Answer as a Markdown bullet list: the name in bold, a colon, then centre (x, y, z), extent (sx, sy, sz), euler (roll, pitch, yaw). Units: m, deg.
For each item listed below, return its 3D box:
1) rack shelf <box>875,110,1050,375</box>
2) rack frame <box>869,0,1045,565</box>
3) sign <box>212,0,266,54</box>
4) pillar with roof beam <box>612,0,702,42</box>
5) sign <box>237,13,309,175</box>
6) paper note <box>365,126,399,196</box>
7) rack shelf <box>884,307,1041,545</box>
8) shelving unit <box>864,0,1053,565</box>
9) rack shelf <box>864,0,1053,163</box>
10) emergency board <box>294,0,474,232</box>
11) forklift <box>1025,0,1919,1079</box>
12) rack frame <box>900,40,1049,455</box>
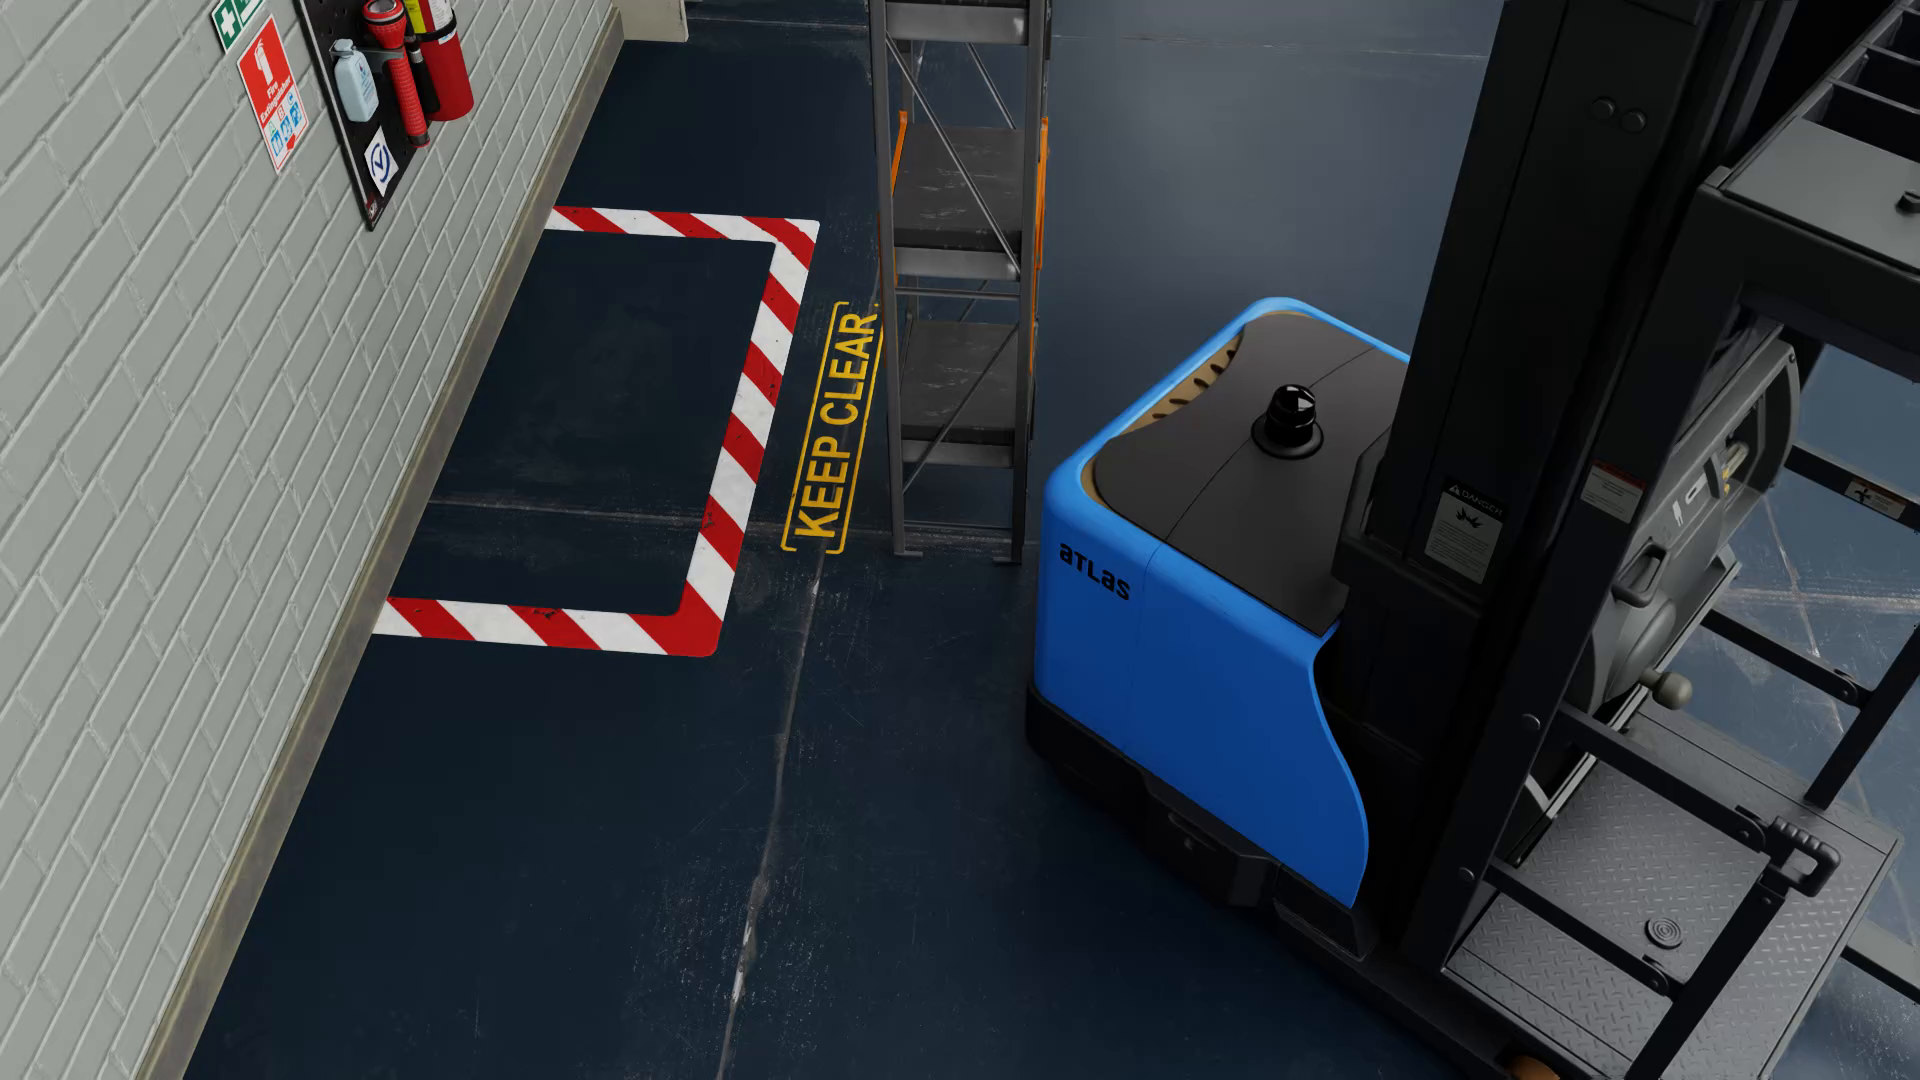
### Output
- **rack shelf**: centre (0.015, -0.821, 4.597), extent (0.431, 0.518, 0.480), euler (4, 48, 4)
- **rack frame**: centre (-0.007, -0.651, 4.422), extent (0.400, 2.100, 0.015), euler (4, 48, 4)
- **sign**: centre (-1.734, -1.314, 4.036), extent (0.001, 0.109, 0.331), euler (4, 48, 4)
- **pillar with roof beam**: centre (2.960, -5.068, 3.787), extent (9.100, 9.000, 0.400), euler (4, 48, 4)
- **sign**: centre (-1.743, -1.133, 4.229), extent (0.001, 0.329, 0.234), euler (4, 48, 4)
- **paper note**: centre (-1.675, -1.097, 4.818), extent (0.016, 0.148, 0.142), euler (4, 48, 4)
- **rack shelf**: centre (0.015, -0.349, 5.113), extent (0.431, 0.518, 0.480), euler (4, 48, 4)
- **shelving unit**: centre (0.015, -0.830, 4.586), extent (0.431, 2.100, 0.503), euler (4, 48, 4)
- **rack shelf**: centre (0.015, -1.294, 4.080), extent (0.431, 0.518, 0.480), euler (4, 48, 4)
- **emergency board**: centre (-1.590, -1.520, 4.607), extent (0.194, 1.169, 0.643), euler (4, 48, 4)
- **forklift**: centre (1.620, 0.051, 3.217), extent (3.031, 2.935, 1.130), euler (33, 56, 27)
- **rack frame**: centre (0.037, -1.010, 4.750), extent (0.400, 2.100, 0.015), euler (4, 48, 4)
